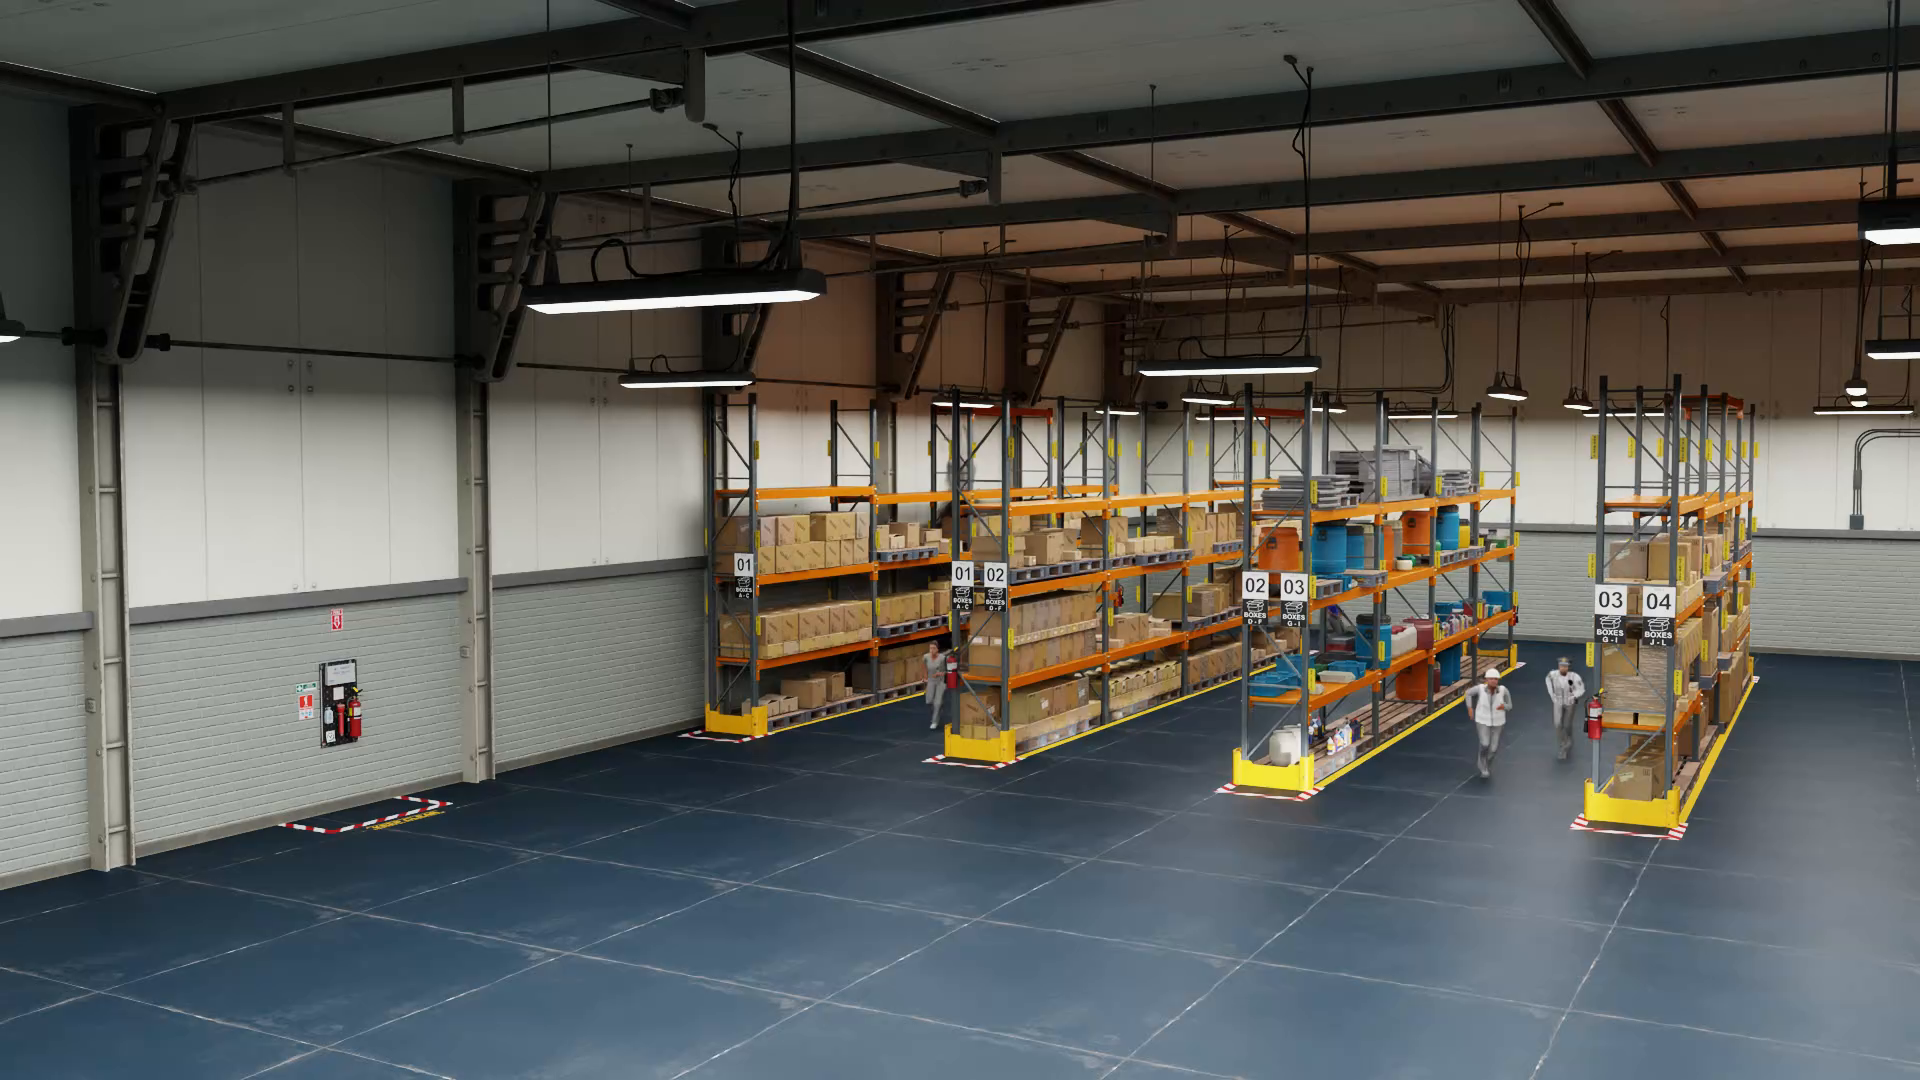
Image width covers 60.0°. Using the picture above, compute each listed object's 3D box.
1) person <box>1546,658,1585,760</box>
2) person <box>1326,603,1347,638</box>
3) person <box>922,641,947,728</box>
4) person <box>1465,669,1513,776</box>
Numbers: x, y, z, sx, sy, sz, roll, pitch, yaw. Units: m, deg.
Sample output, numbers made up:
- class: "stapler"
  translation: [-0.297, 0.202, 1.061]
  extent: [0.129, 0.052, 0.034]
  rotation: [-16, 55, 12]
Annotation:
- class: "person"
  translation: [9.942, 2.736, 27.299]
  extent: [0.634, 1.683, 0.933]
  rotation: [2, 4, 29]
- class: "person"
  translation: [9.339, 1.983, 41.572]
  extent: [0.561, 1.585, 0.585]
  rotation: [2, 4, 33]
- class: "person"
  translation: [-0.447, 2.602, 29.908]
  extent: [0.553, 1.597, 0.685]
  rotation: [1, 3, 11]
- class: "person"
  translation: [8.032, 2.782, 25.240]
  extent: [0.644, 1.698, 0.801]
  rotation: [0, 3, 6]
